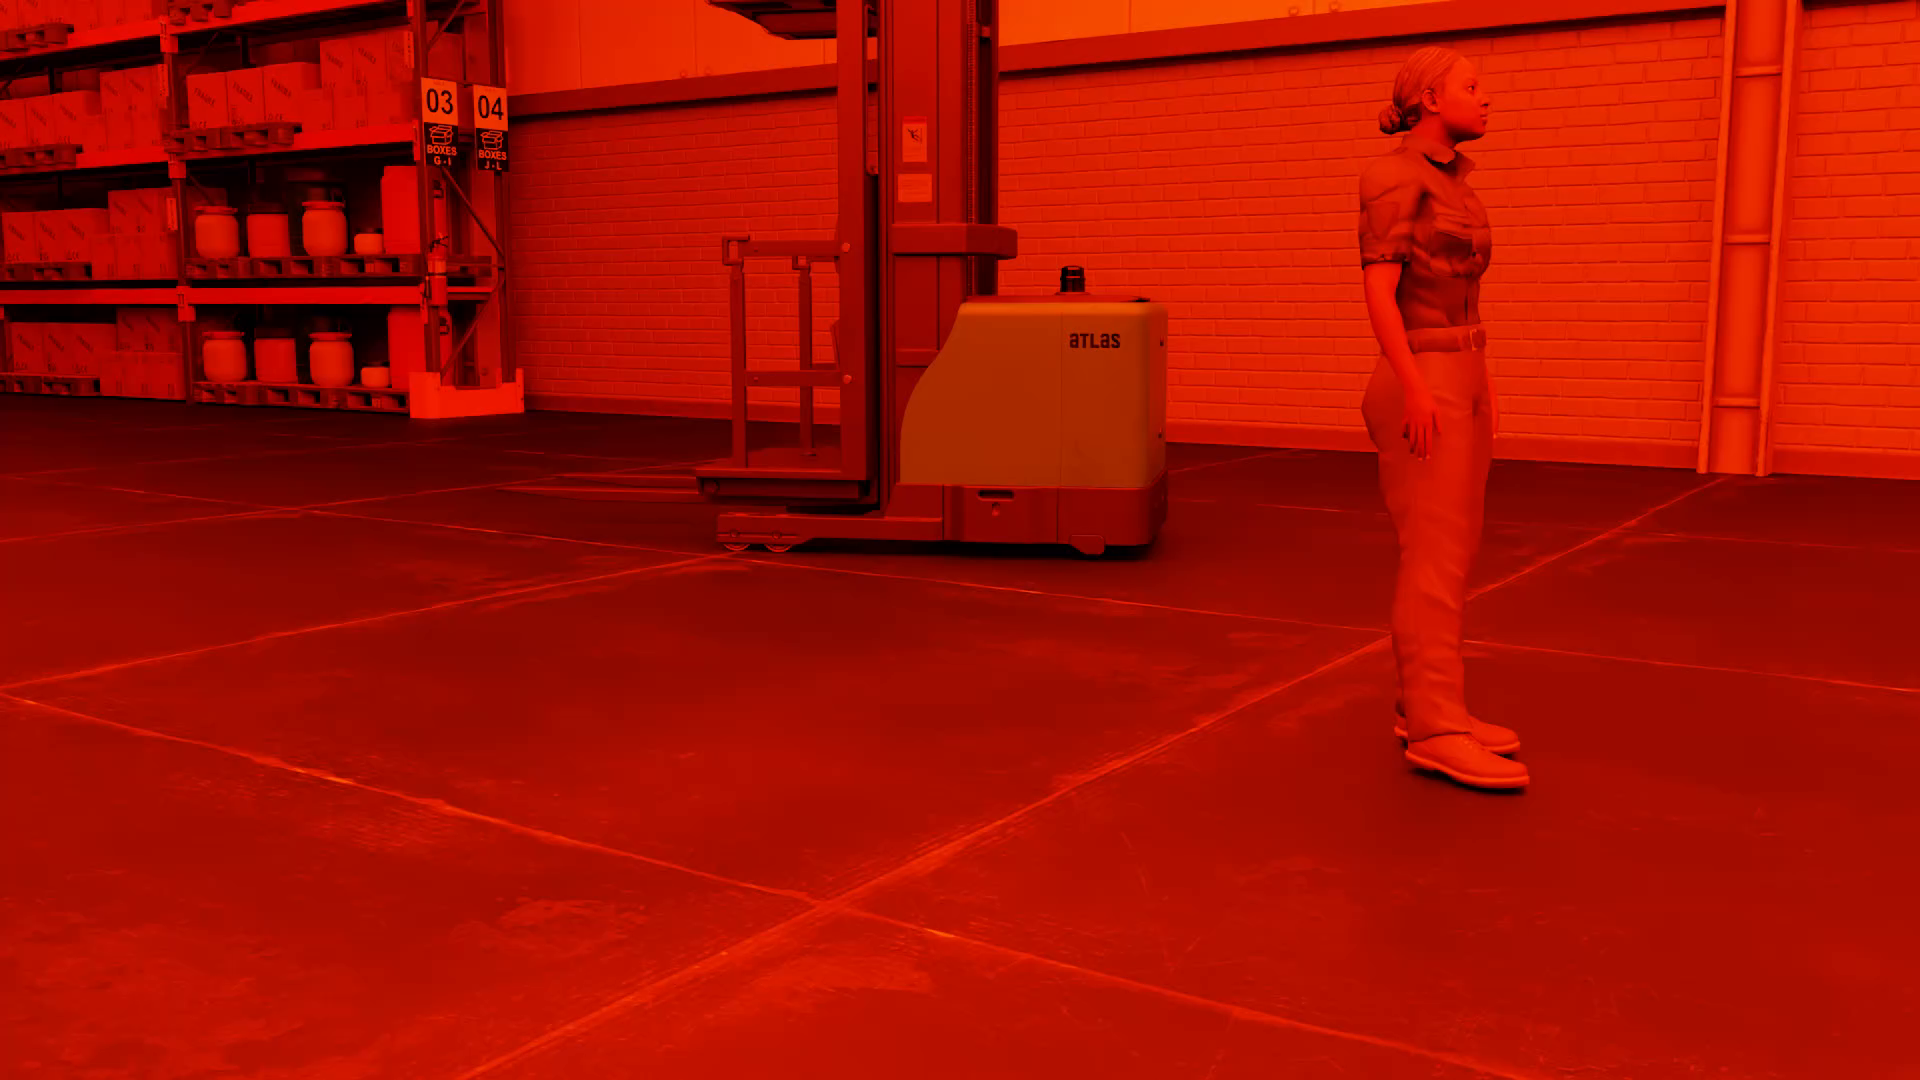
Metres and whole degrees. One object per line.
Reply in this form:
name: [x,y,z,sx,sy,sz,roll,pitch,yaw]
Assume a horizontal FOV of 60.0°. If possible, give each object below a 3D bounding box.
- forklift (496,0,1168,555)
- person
forklift: [-0.596,-1.469,7.520,3.031,2.935,1.130,2,8,12]
person: [1.180,-0.313,3.876,0.503,1.656,0.569,6,10,35]
